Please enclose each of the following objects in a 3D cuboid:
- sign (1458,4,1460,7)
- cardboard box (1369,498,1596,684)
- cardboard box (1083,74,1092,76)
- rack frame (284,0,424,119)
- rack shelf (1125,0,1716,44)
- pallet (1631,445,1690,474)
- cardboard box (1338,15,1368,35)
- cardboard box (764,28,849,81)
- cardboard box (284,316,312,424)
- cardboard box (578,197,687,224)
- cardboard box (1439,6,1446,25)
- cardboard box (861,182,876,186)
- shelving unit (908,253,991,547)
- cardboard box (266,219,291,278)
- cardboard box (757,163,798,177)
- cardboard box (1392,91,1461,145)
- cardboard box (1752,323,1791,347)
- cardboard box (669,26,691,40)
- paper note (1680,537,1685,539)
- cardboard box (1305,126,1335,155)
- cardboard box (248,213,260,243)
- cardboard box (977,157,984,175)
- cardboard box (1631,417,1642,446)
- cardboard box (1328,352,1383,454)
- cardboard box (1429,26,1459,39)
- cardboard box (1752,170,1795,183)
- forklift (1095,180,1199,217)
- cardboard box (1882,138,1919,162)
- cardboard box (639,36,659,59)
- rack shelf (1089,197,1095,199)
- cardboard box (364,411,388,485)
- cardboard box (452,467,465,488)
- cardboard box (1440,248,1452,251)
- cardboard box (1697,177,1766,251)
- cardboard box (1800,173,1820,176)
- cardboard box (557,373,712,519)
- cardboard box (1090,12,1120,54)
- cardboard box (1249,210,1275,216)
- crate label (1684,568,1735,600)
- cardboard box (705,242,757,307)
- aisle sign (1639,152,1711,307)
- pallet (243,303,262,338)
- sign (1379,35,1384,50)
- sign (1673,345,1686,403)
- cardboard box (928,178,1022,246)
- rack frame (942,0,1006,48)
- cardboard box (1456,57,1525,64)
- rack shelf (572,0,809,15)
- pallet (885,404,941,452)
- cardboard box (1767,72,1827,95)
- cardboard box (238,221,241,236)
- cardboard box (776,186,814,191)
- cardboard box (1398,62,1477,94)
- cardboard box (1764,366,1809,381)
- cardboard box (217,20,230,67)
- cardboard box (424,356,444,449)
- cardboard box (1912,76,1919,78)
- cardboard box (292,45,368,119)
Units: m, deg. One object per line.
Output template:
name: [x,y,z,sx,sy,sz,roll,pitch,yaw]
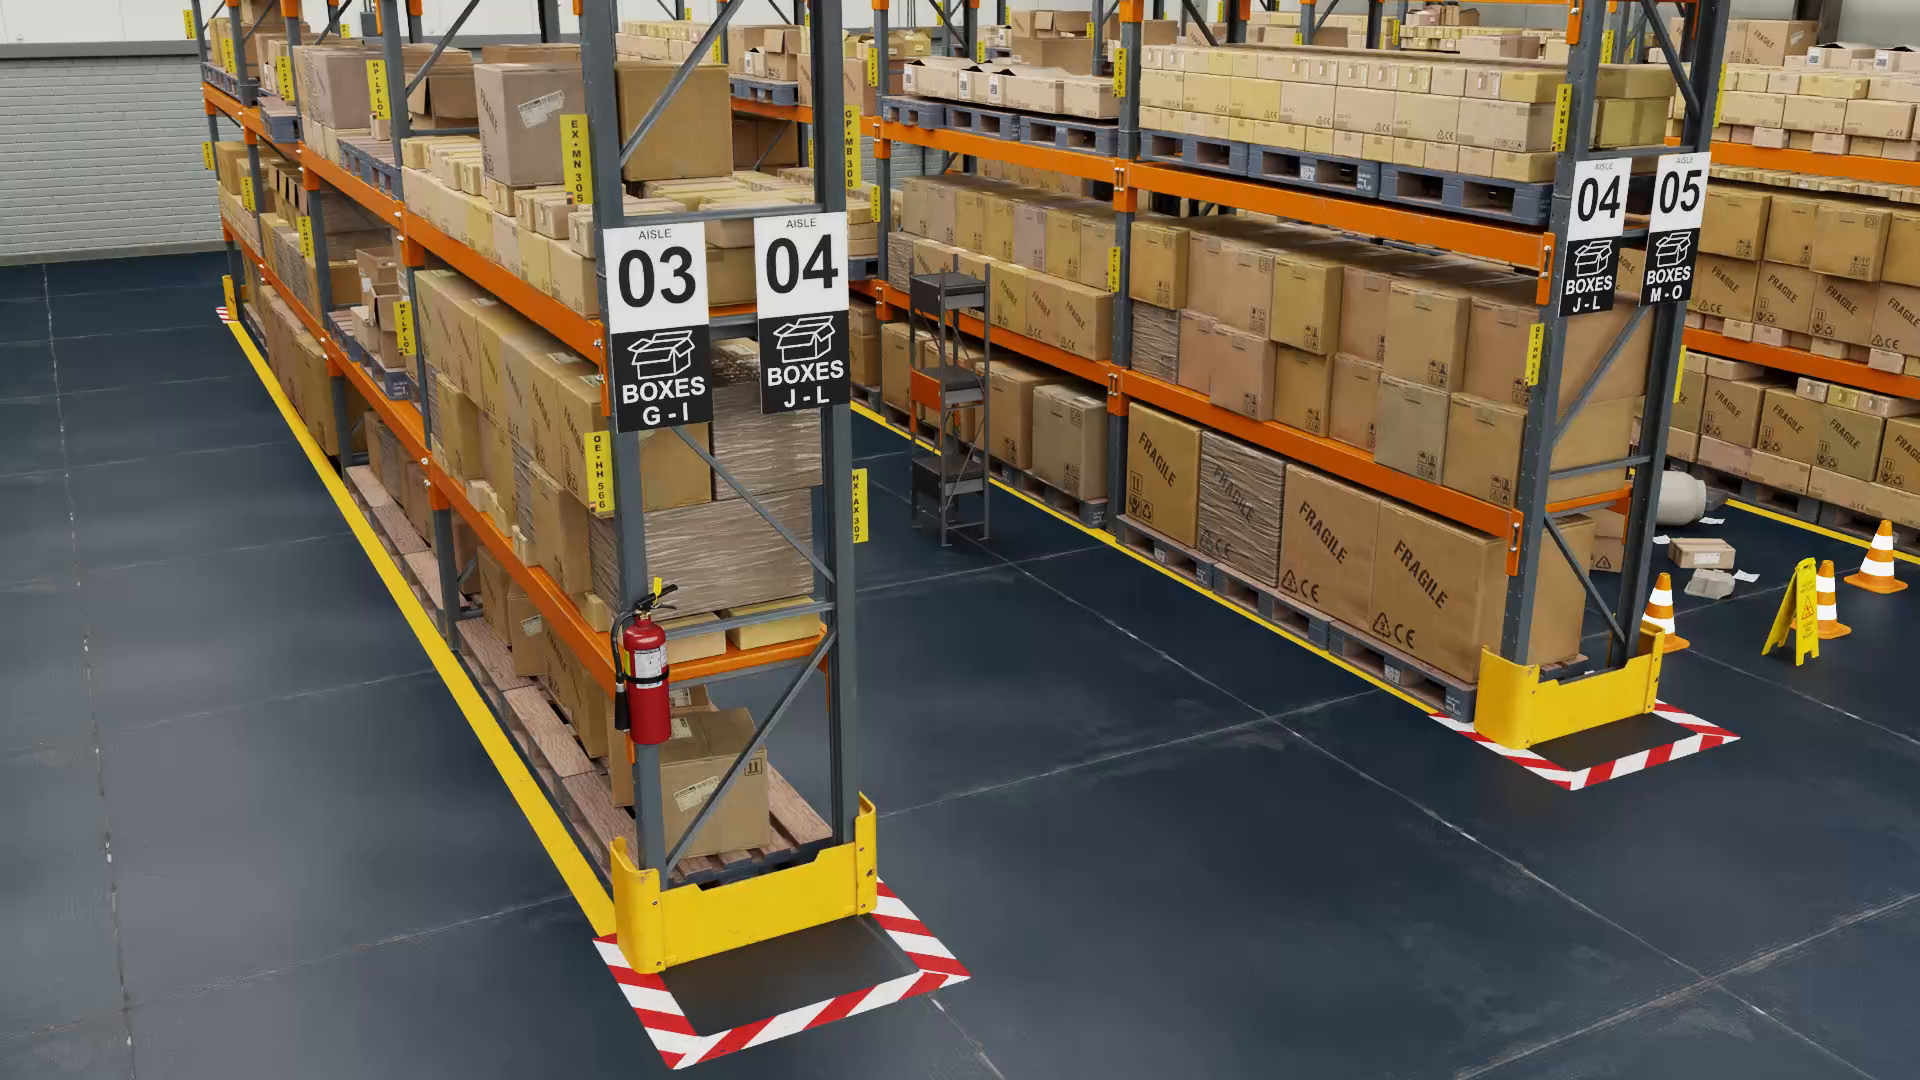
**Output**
sign: [6.956,-7.336,23.297,0.100,0.325,0.005,-10,21,-27]
cardboard box: [3.112,0.232,9.975,0.875,0.875,0.875,-10,21,-26]
cardboard box: [0.891,-3.708,13.590,0.396,0.266,0.258,-10,21,-27]
rack frame: [-4.720,-4.783,12.697,1.000,3.000,0.127,-10,21,-27]
rack shelf: [2.543,-3.271,10.031,1.077,0.370,4.000,-10,21,-27]
pallet: [6.251,-0.828,14.709,1.003,0.211,1.213,-10,21,-27]
cardboard box: [5.769,-7.376,23.818,0.500,0.250,0.500,-10,22,-28]
cardboard box: [-1.588,-5.036,17.227,0.797,0.503,0.637,-10,22,-27]
cardboard box: [-5.446,-1.600,15.282,1.225,0.875,0.875,-10,21,-26]
cardboard box: [-1.348,-1.310,6.851,0.380,0.149,0.250,-11,22,-28]
cardboard box: [6.675,-7.205,22.810,0.396,0.266,0.258,-10,22,-27]
cardboard box: [-1.096,-3.659,17.467,0.380,0.149,0.250,-10,22,-27]
shelving unit: [-0.079,-1.040,12.427,0.431,2.100,0.503,-10,21,-27]
cardboard box: [-6.381,-2.828,16.074,0.500,0.500,0.500,-10,21,-27]
cardboard box: [-2.219,-4.204,19.606,0.500,0.500,0.500,-10,22,-28]
cardboard box: [2.777,-2.364,9.263,0.500,0.250,0.500,-10,21,-27]
cardboard box: [6.512,-1.638,13.166,0.380,0.149,0.250,-10,21,-27]
cardboard box: [-3.232,-6.021,19.736,0.380,0.149,0.250,-10,21,-27]
paper note: [5.515,0.000,12.617,0.032,0.001,0.123,-10,21,-27]
cardboard box: [2.312,-2.416,10.023,0.380,0.149,0.250,-10,21,-26]
cardboard box: [-7.060,-3.251,17.229,0.500,0.250,0.500,-10,22,-28]
cardboard box: [0.443,-5.503,23.827,0.500,0.500,0.500,-10,22,-27]
cardboard box: [5.944,-1.021,14.564,0.500,0.250,0.500,-11,22,-29]
cardboard box: [2.840,-0.895,10.397,0.875,0.550,0.550,-10,21,-27]
cardboard box: [6.497,-6.787,22.236,0.380,0.149,0.250,-10,22,-28]
cardboard box: [9.091,-4.040,18.594,0.380,0.149,0.250,-10,21,-27]
forklift: [2.084,-2.892,16.520,1.130,2.935,3.031,-12,22,-31]
cardboard box: [6.920,-2.839,12.047,0.380,0.149,0.250,-10,21,-27]
cardboard box: [-3.648,-6.104,20.586,0.500,0.250,0.500,-10,21,-26]
rack shelf: [3.052,-3.716,19.905,1.077,0.370,4.000,-10,21,-27]
cardboard box: [-4.384,-0.784,13.463,0.700,0.500,0.500,-11,22,-30]
cardboard box: [-2.732,-0.431,9.666,0.380,0.149,0.250,-10,21,-27]
cardboard box: [4.907,-2.905,16.194,0.380,0.149,0.250,-11,22,-29]
cardboard box: [6.143,-2.685,13.670,0.700,0.500,0.500,-10,21,-26]
cardboard box: [9.607,-4.037,18.584,0.380,0.149,0.250,-10,21,-26]
cardboard box: [-1.399,-0.431,7.139,0.500,0.500,0.500,-10,21,-27]
cardboard box: [2.008,-6.543,21.445,0.500,0.500,0.500,-10,21,-26]
cardboard box: [3.548,-3.747,18.356,0.500,0.250,0.500,-10,21,-27]
crate label: [5.218,0.297,11.559,0.298,0.136,0.250,11,22,30]
cardboard box: [-0.922,-1.176,7.072,0.500,0.250,0.500,-9,21,-25]
aisle sign: [3.790,-1.645,8.814,0.394,0.787,0.004,-10,21,-27]
pallet: [-8.070,-2.708,20.156,1.003,0.211,1.213,-10,21,-27]
sign: [4.480,-5.228,17.792,0.100,0.325,0.005,-10,21,-27]
sign: [3.984,-0.921,9.253,0.100,0.325,0.005,-10,21,-27]
cardboard box: [0.139,-2.931,14.841,0.700,0.500,0.500,-10,22,-27]
rack frame: [0.203,-8.615,23.801,1.000,3.000,0.127,-10,21,-27]
cardboard box: [3.132,-2.749,9.766,0.380,0.149,0.250,-10,22,-28]
rack shelf: [-1.870,-2.719,7.824,1.077,0.370,4.000,-10,21,-27]
pallet: [0.001,-1.130,15.583,1.003,0.211,1.213,-10,21,-27]
cardboard box: [6.430,-3.504,12.751,0.380,0.149,0.250,-10,22,-27]
cardboard box: [-7.783,-3.456,18.432,0.380,0.149,0.250,-10,21,-26]
cardboard box: [-1.678,-3.563,17.189,0.380,0.149,0.250,-9,21,-25]
cardboard box: [2.670,-2.576,9.264,0.380,0.149,0.250,-10,21,-26]
cardboard box: [6.905,-1.167,13.836,0.500,0.500,0.500,-9,21,-24]
cardboard box: [-7.775,-5.493,18.402,0.700,0.500,0.500,-12,22,-30]
cardboard box: [-2.661,-0.848,9.881,0.875,0.500,0.500,-10,21,-27]
cardboard box: [7.306,-3.374,12.375,0.380,0.149,0.250,-9,21,-25]
cardboard box: [-4.723,-3.474,12.582,0.500,0.500,0.500,-10,21,-26]
